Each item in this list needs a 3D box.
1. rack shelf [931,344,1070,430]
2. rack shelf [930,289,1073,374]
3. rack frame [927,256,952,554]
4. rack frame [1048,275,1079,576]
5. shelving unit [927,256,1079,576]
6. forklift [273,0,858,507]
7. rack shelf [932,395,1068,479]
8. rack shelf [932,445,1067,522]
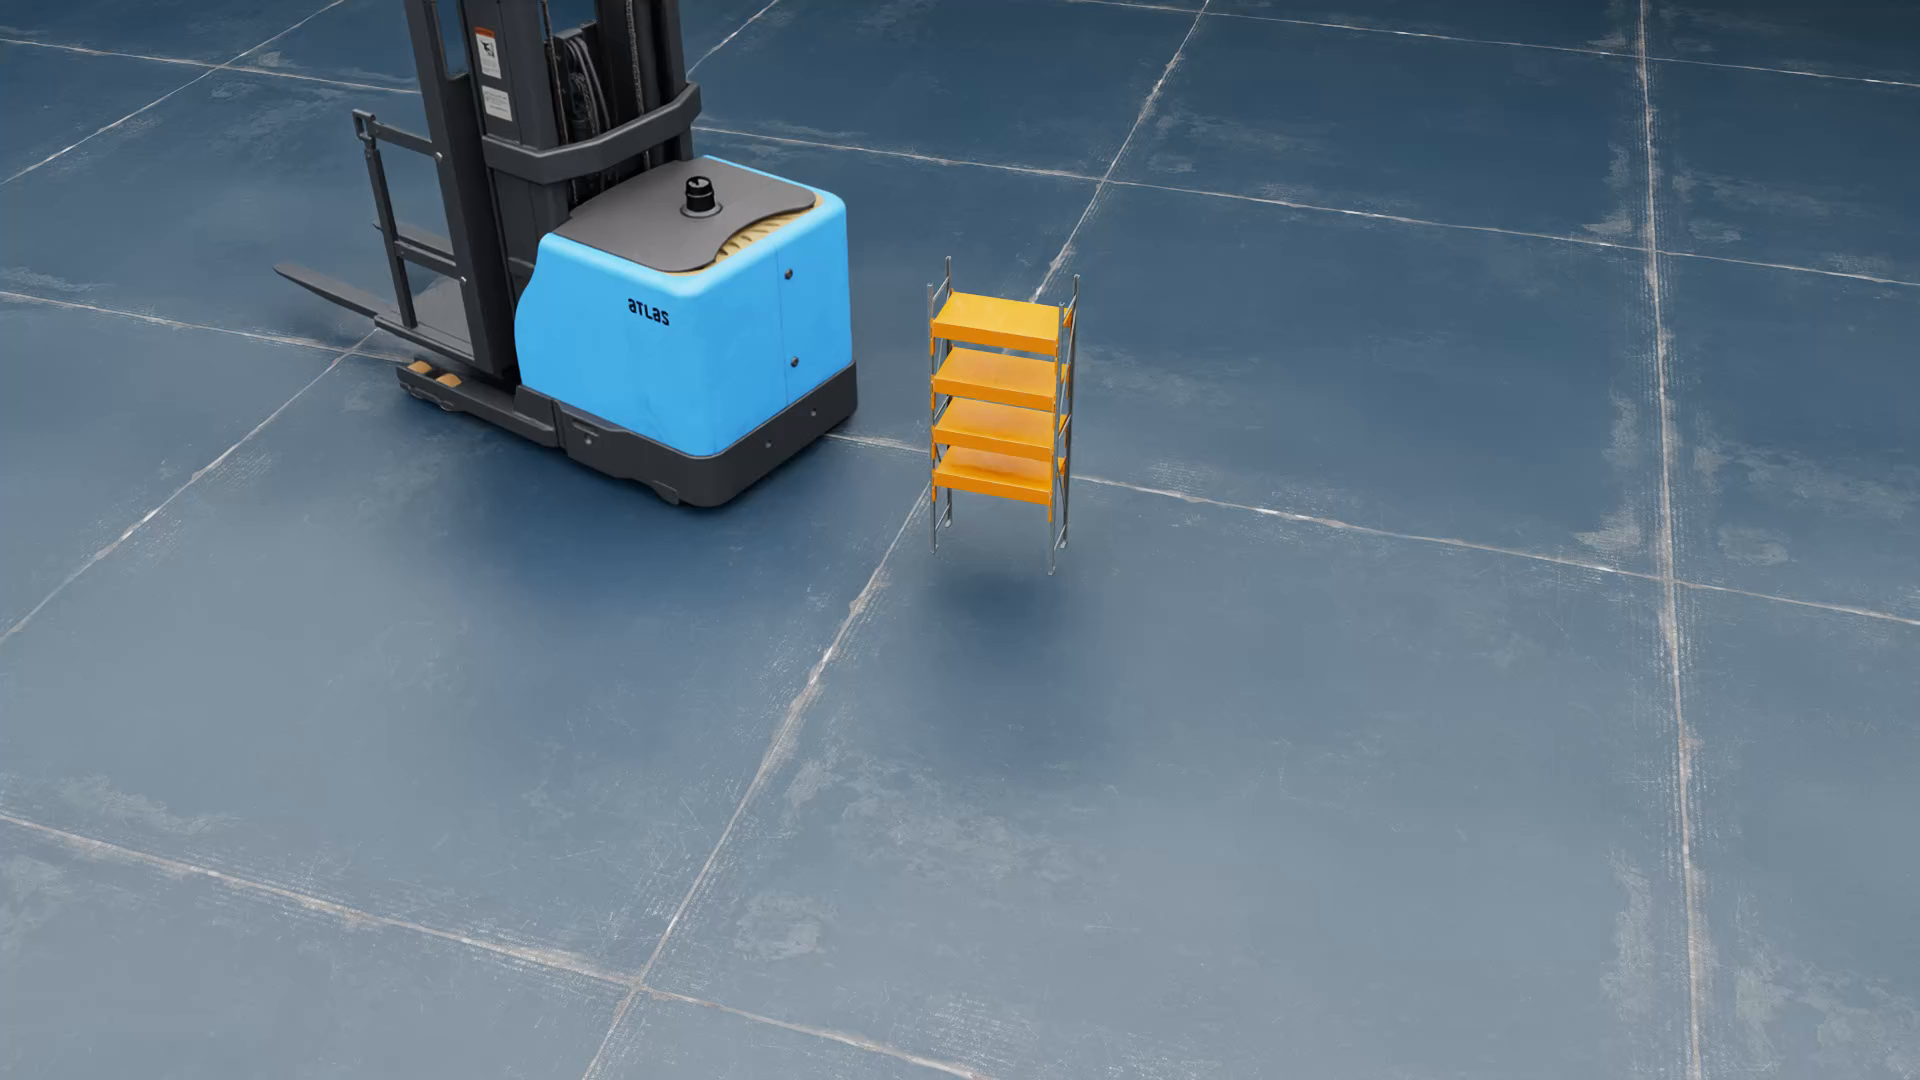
[{"bbox_3d":[0.158,-0.580,6.262,0.480,0.148,0.258,10,38,14],"label":"rack shelf"},{"bbox_3d":[0.158,-0.770,6.122,0.480,0.148,0.258,10,38,14],"label":"rack shelf"},{"bbox_3d":[-0.075,-0.497,6.413,0.015,1.200,0.240,10,38,14],"label":"rack frame"},{"bbox_3d":[0.391,-0.411,6.296,0.015,1.200,0.240,10,38,14],"label":"rack frame"},{"bbox_3d":[0.158,-0.454,6.355,0.503,1.200,0.258,10,38,14],"label":"shelving unit"},{"bbox_3d":[-1.959,-1.999,6.994,3.031,2.935,1.130,22,42,27],"label":"forklift"},{"bbox_3d":[0.158,-0.400,6.394,0.480,0.148,0.258,10,38,14],"label":"rack shelf"},{"bbox_3d":[0.158,-0.240,6.512,0.480,0.148,0.258,10,38,14],"label":"rack shelf"}]
